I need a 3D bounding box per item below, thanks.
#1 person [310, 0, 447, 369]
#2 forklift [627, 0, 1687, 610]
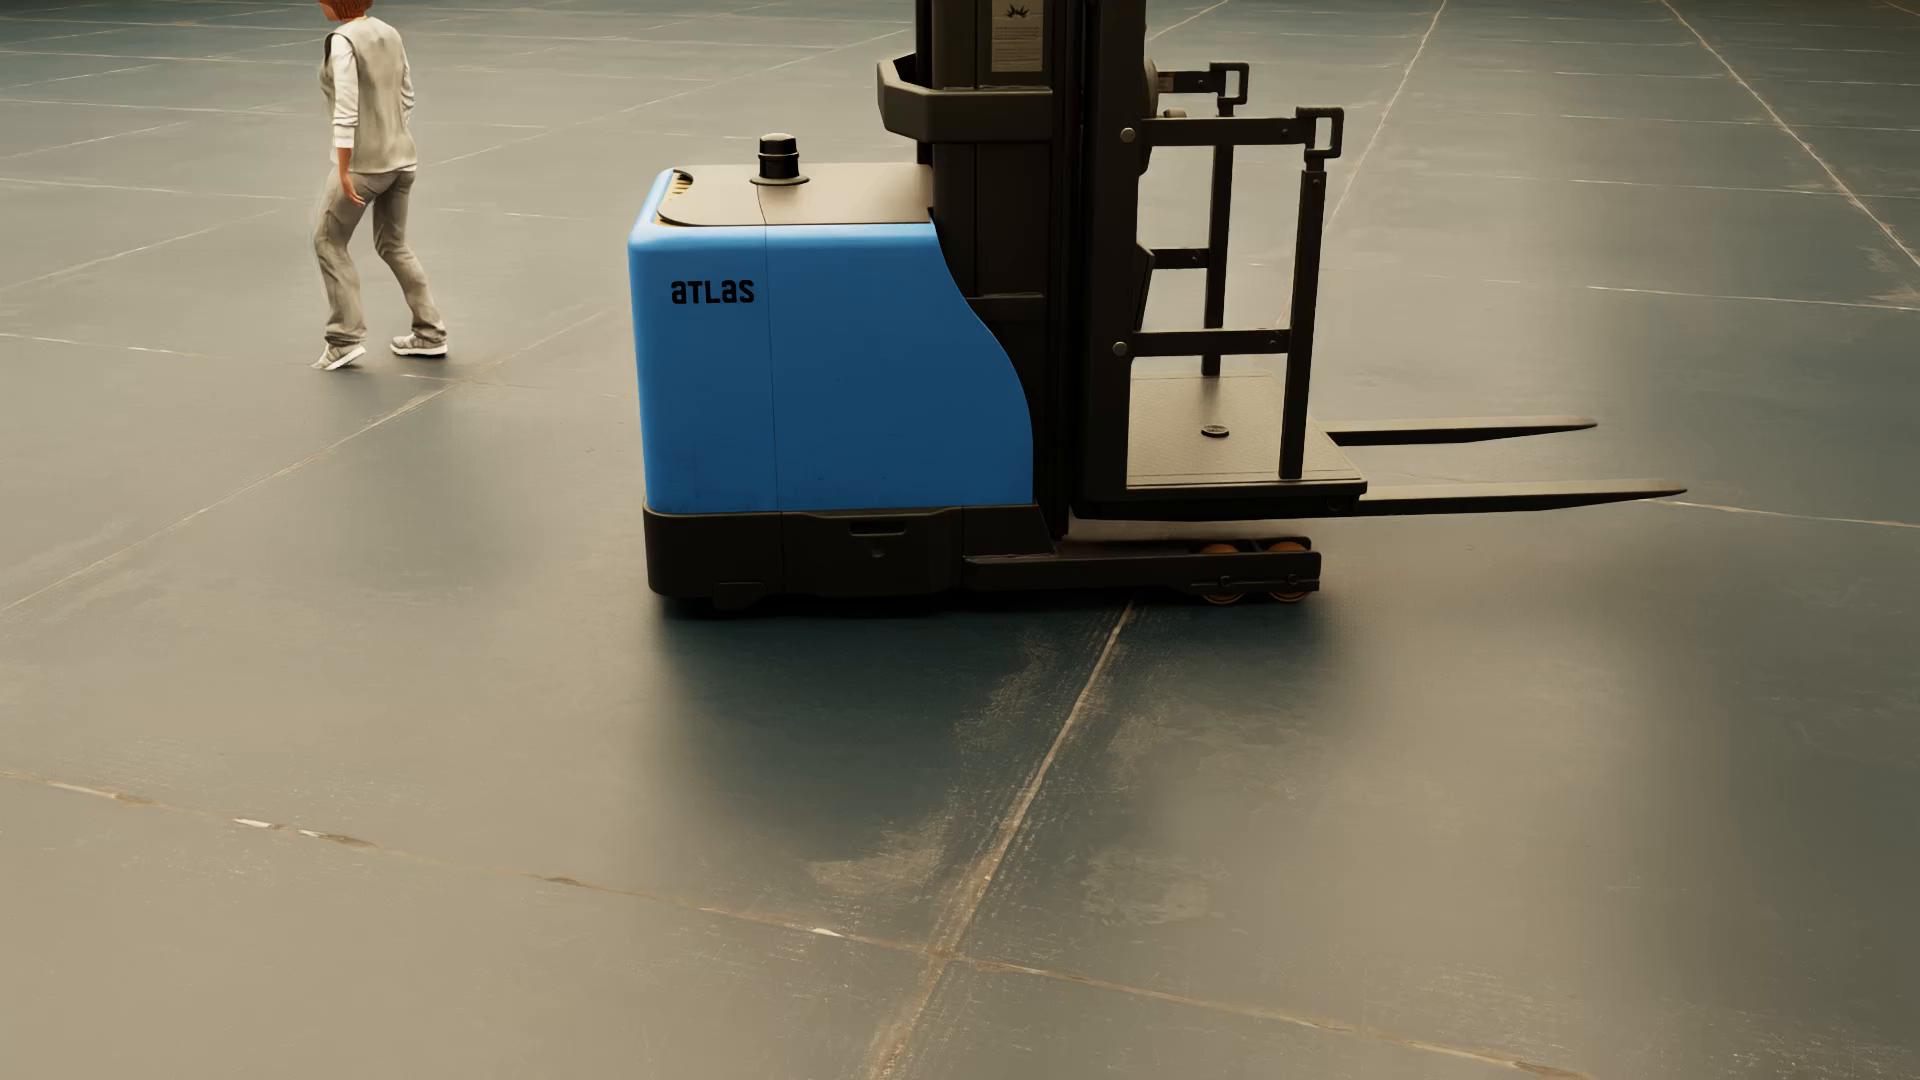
[{"bbox_3d":[-2.395,-1.479,6.701,0.488,1.628,0.510,7,23,16],"label":"person"},{"bbox_3d":[0.606,-1.374,4.608,3.031,2.935,1.130,-2,23,-4],"label":"forklift"}]
